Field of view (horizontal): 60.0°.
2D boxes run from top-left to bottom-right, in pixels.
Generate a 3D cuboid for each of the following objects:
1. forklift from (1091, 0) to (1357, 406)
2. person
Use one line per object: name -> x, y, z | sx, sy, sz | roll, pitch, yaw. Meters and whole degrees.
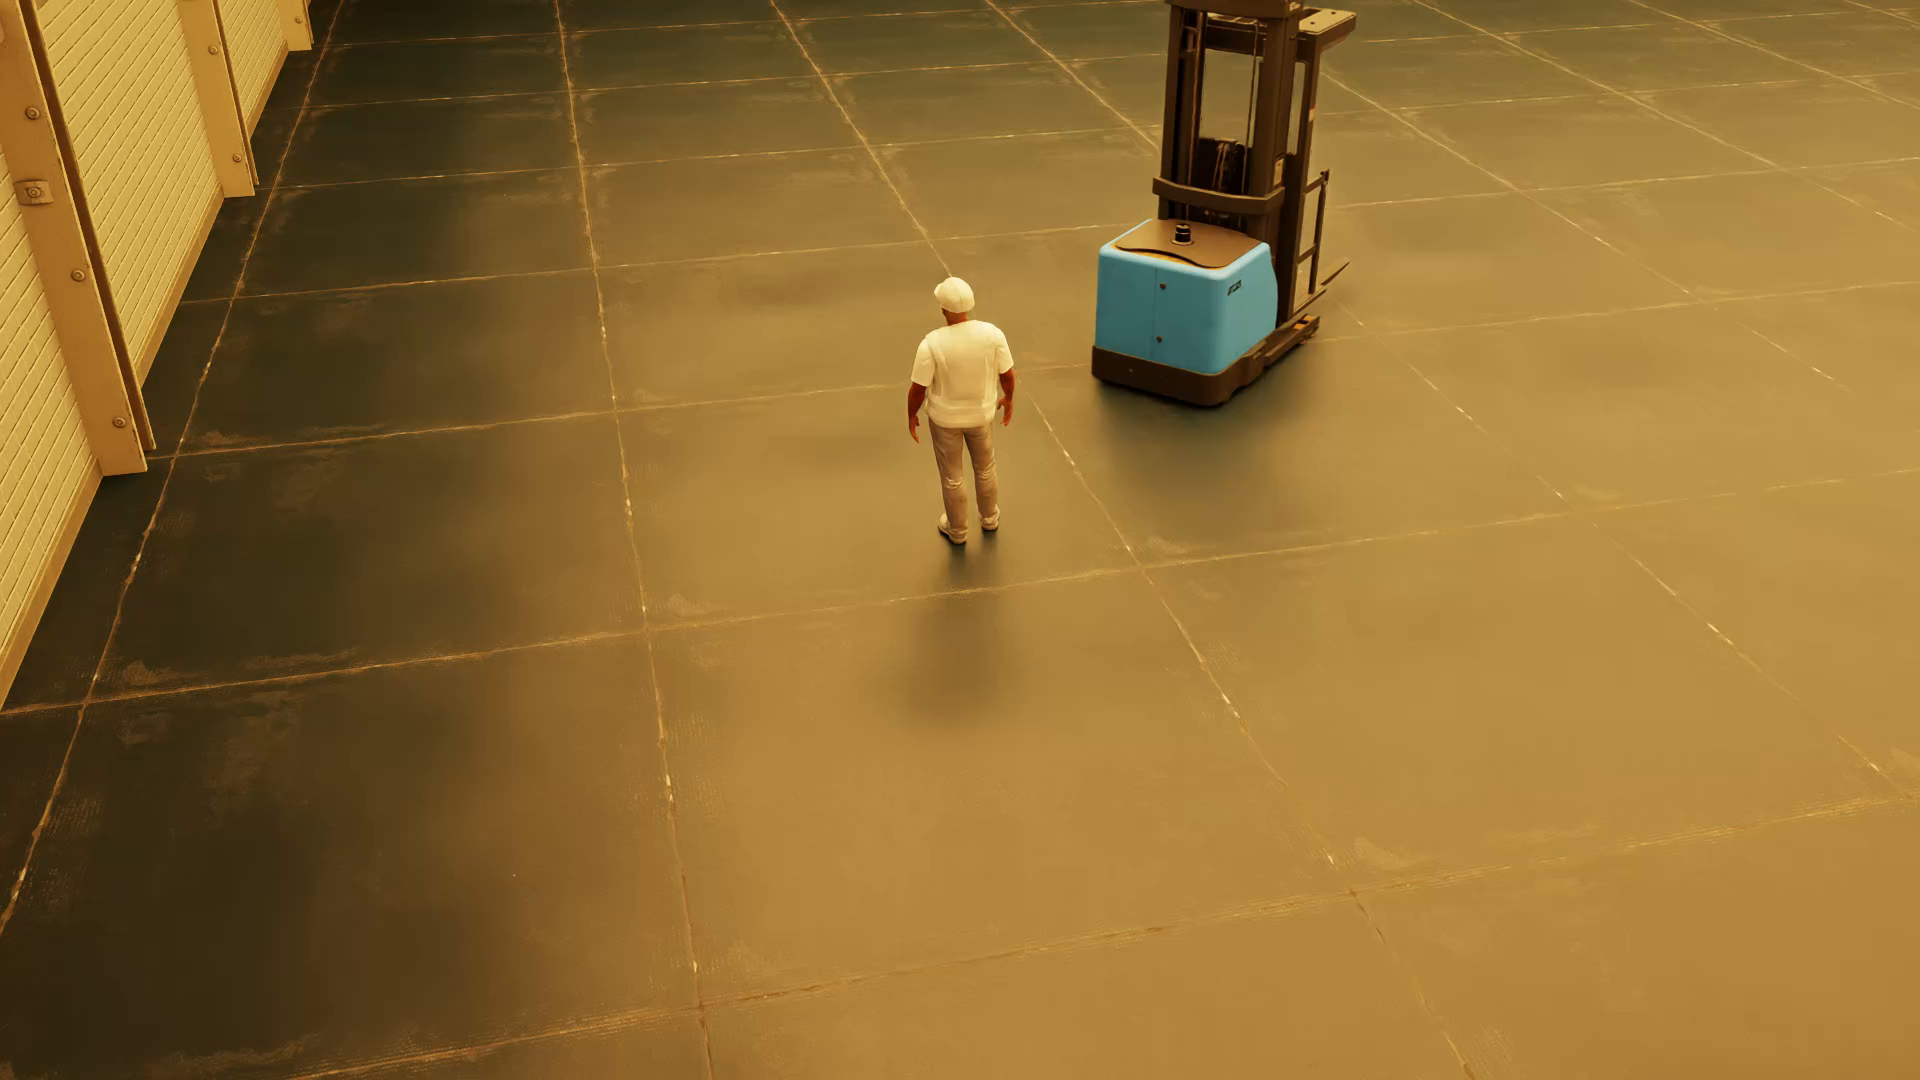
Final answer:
forklift -> 2.222, -2.934, 12.643 | 1.130, 2.935, 3.031 | 18, 35, 28
person -> -0.010, -0.805, 10.113 | 0.666, 1.765, 0.577 | -7, 31, -12
